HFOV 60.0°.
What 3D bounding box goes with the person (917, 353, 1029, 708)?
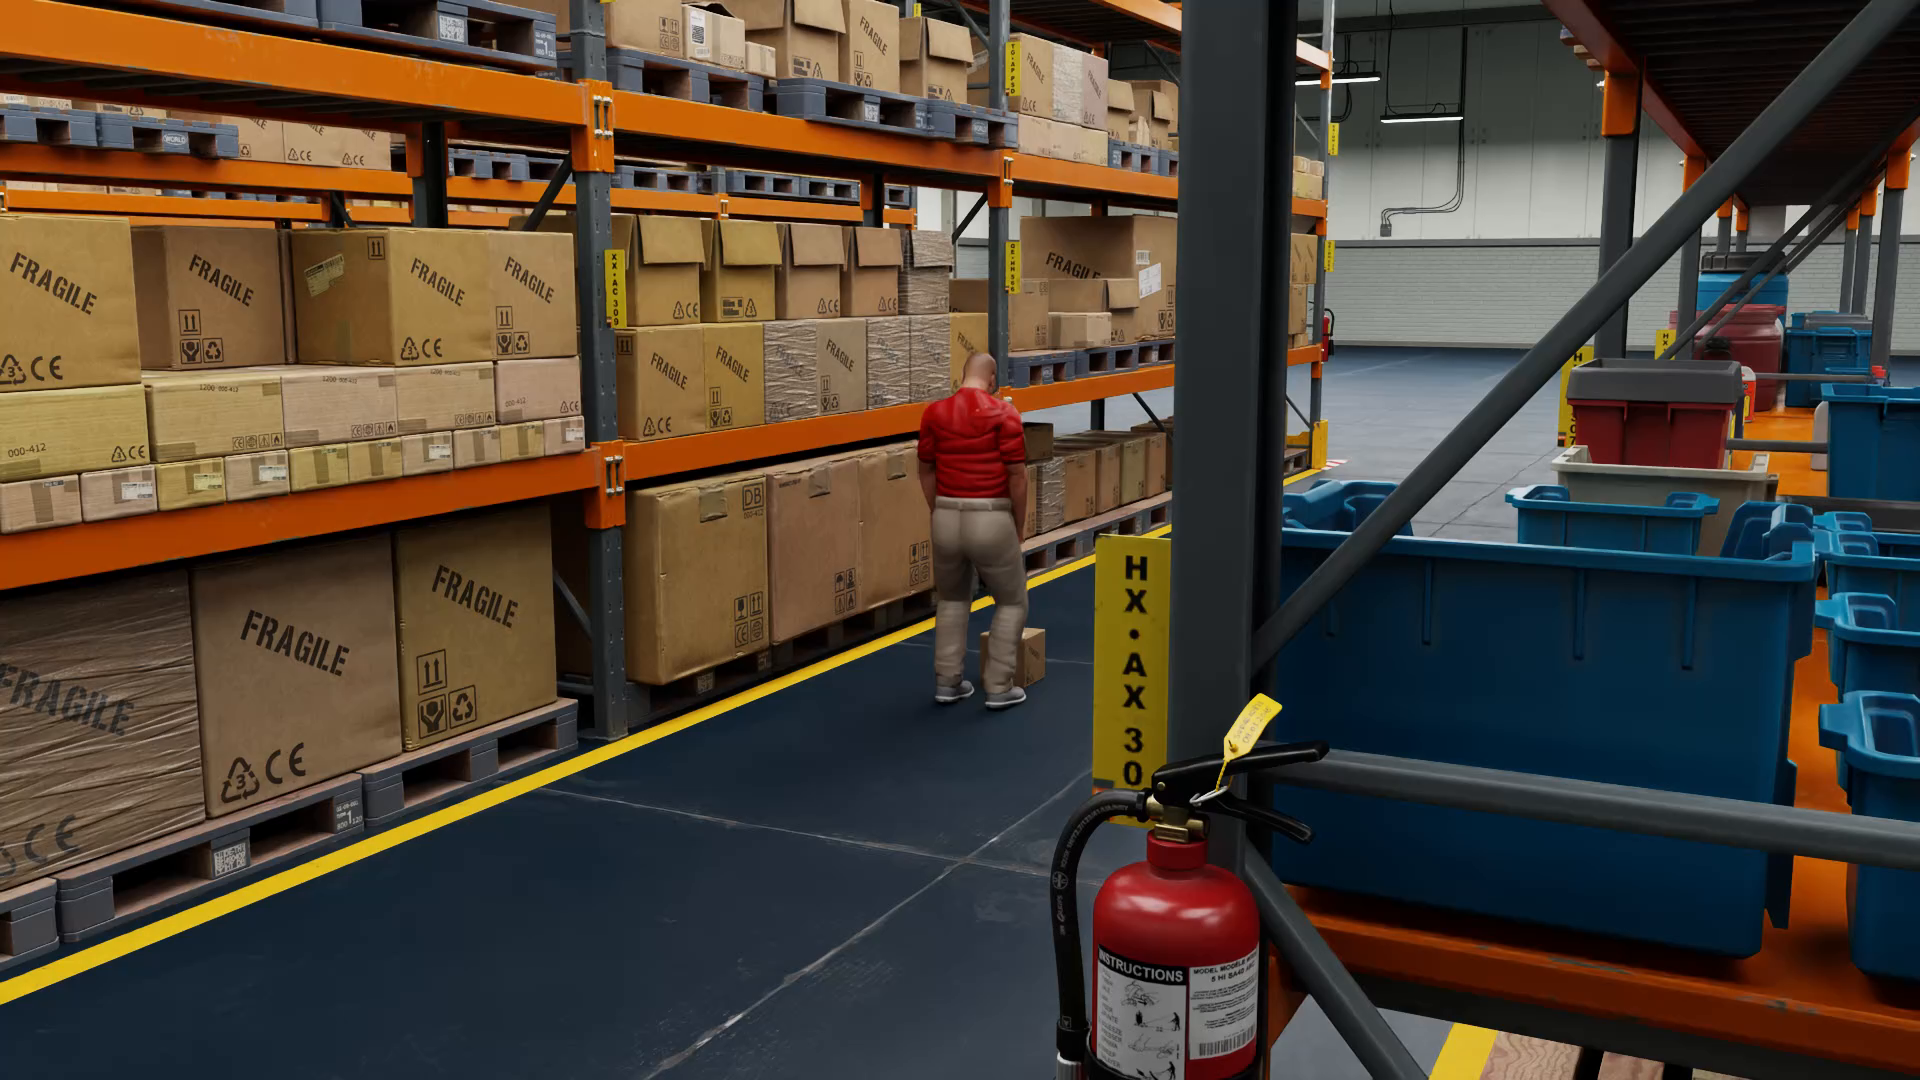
[{"bbox_3d":[0.058,-0.044,7.902,0.557,1.677,0.431,4,10,25],"label":"person"}]
